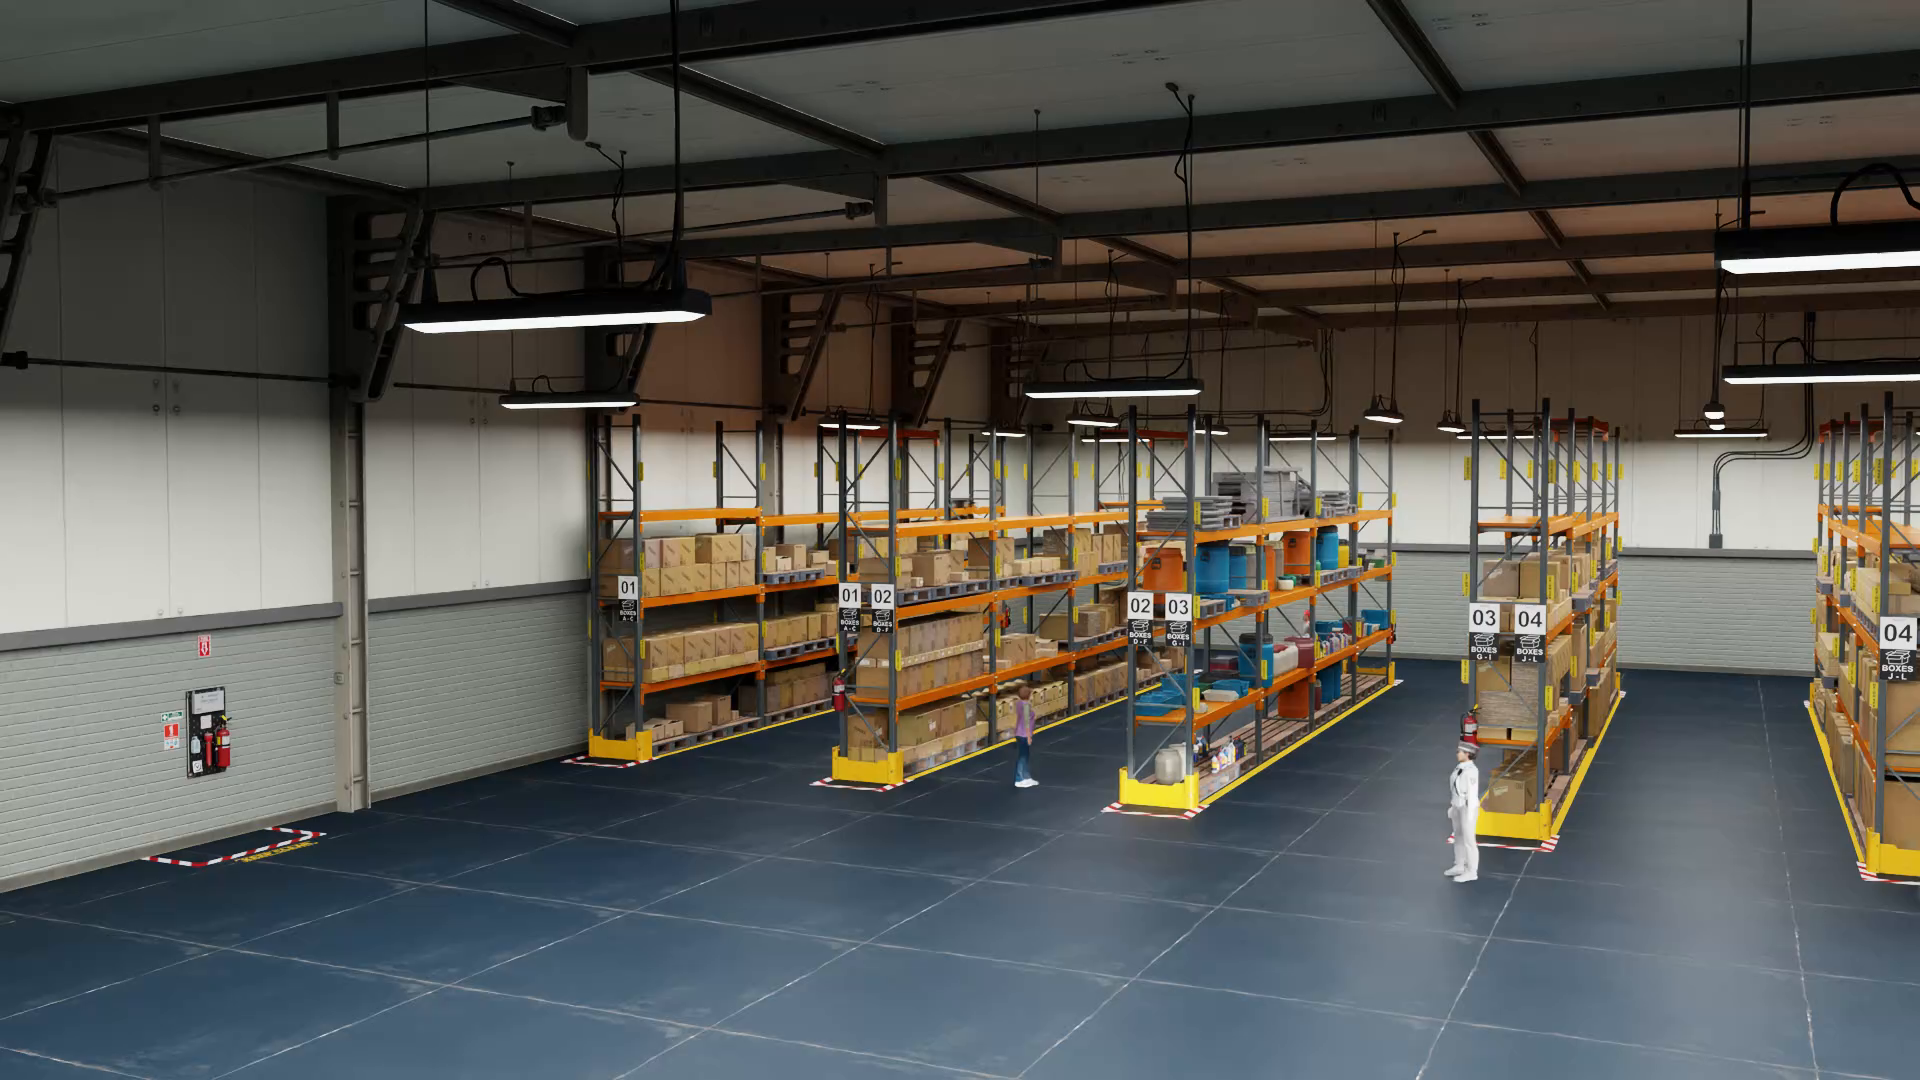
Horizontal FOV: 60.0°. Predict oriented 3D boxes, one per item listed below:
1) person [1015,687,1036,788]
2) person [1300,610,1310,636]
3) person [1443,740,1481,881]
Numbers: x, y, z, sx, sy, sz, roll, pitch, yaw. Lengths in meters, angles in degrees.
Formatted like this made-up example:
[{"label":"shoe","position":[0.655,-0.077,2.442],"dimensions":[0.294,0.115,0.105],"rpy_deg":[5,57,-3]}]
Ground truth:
[{"label":"person","position":[1.047,3.127,26.377],"dimensions":[0.355,1.609,0.466],"rpy_deg":[0,2,-3]},{"label":"person","position":[8.059,2.549,38.671],"dimensions":[0.600,1.853,0.431],"rpy_deg":[-2,3,-38]},{"label":"person","position":[6.183,3.305,20.433],"dimensions":[0.359,1.696,0.540],"rpy_deg":[-1,3,-23]}]
